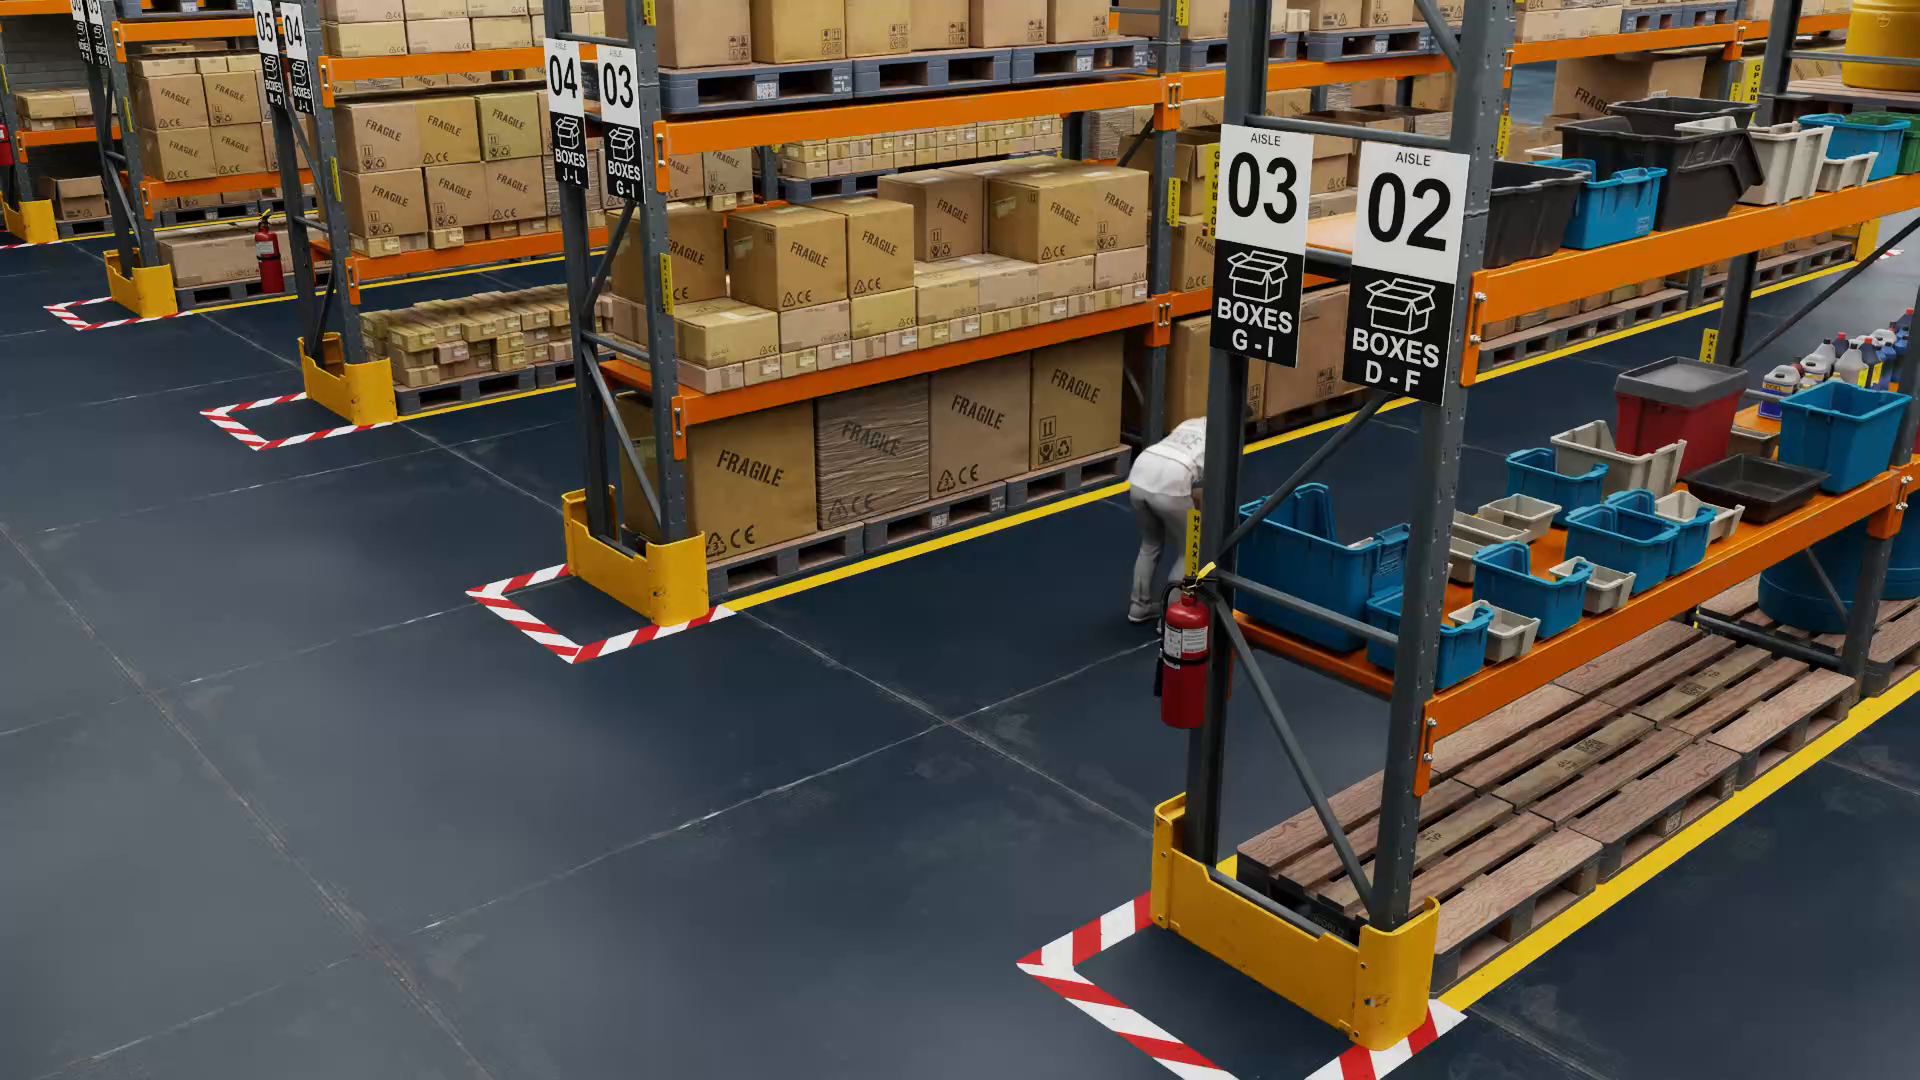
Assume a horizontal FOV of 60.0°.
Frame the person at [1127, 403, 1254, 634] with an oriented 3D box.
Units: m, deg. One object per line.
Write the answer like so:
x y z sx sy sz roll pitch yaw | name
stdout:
1.328 -0.170 9.545 0.887 1.294 0.410 -18 28 -39 | person
